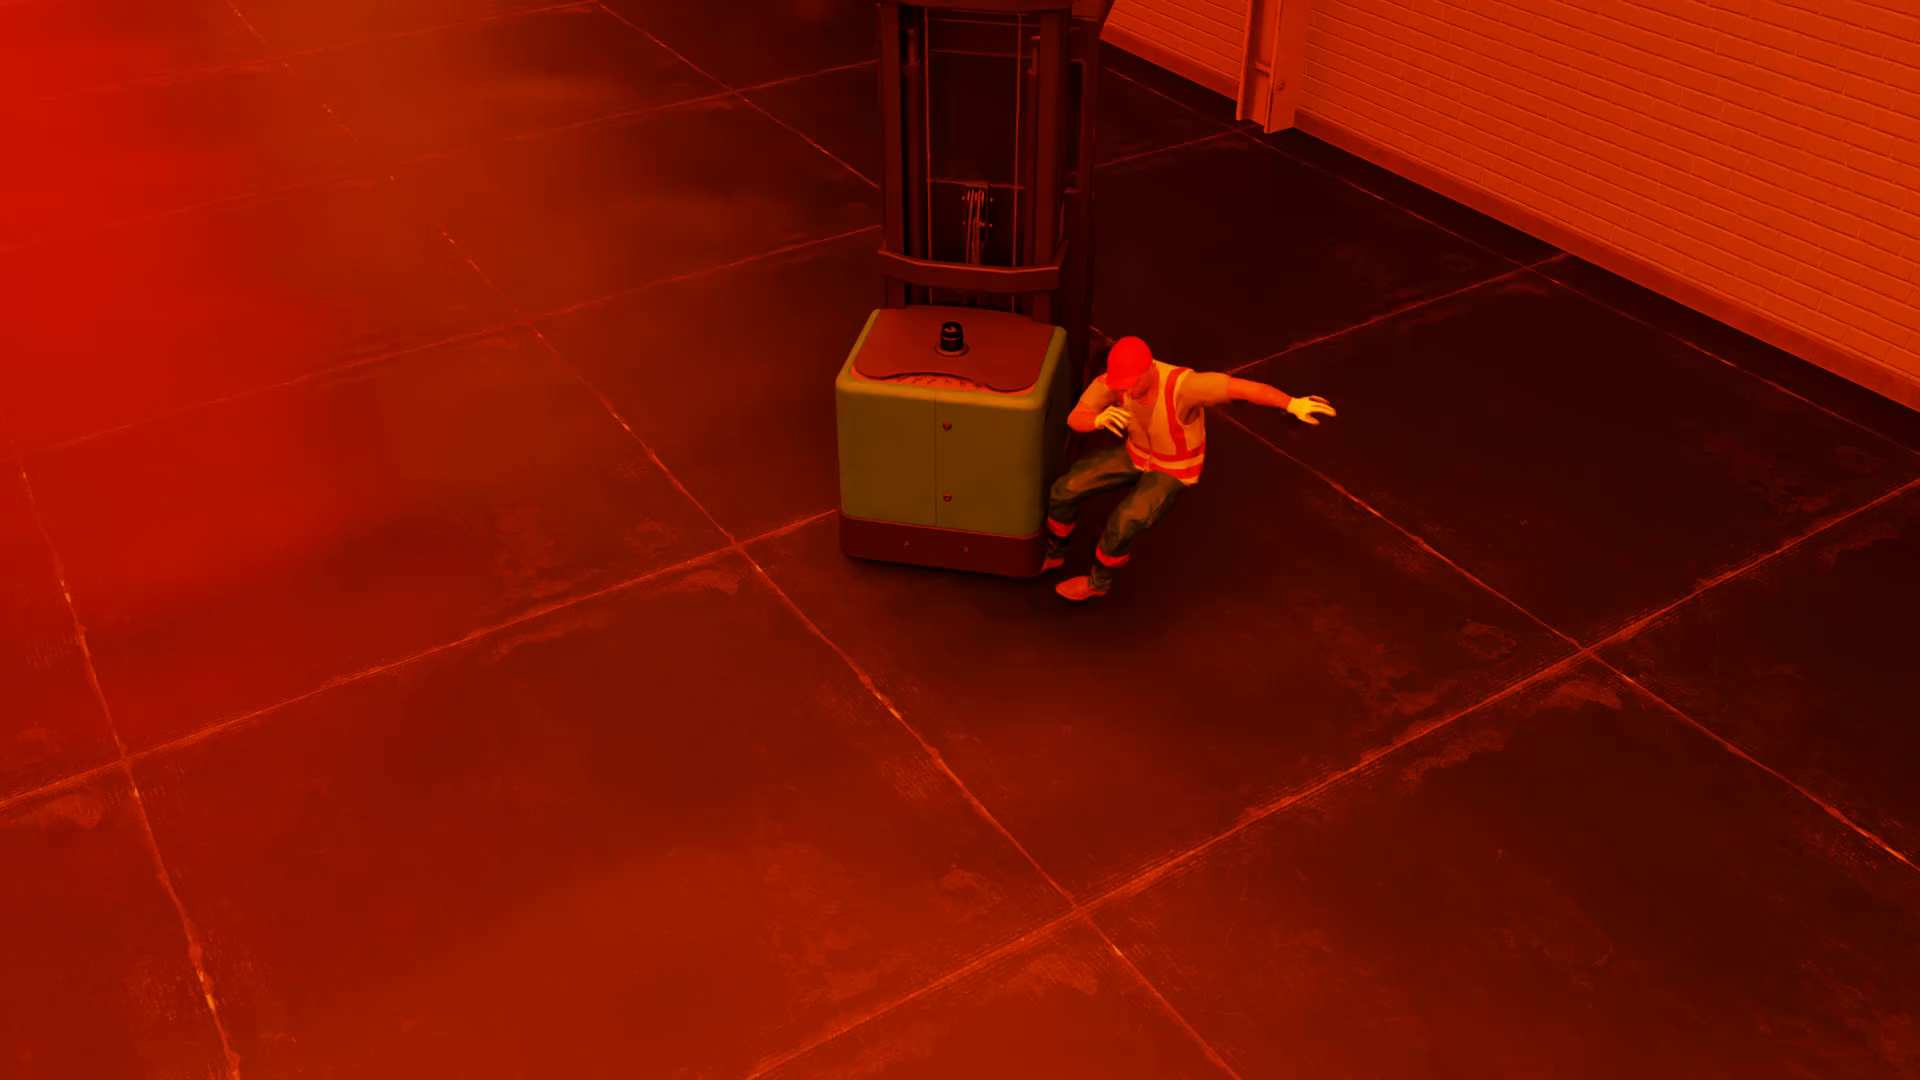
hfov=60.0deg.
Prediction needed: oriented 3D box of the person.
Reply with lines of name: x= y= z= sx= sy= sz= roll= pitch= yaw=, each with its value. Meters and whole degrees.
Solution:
person: x=0.961 y=-0.285 z=7.879 sx=1.408 sy=1.440 sz=0.736 roll=24 pitch=42 yaw=31

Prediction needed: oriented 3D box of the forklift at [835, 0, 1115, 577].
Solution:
forklift: x=0.184 y=-1.855 z=8.788 sx=1.130 sy=2.935 sz=3.031 roll=7 pitch=36 yaw=9
